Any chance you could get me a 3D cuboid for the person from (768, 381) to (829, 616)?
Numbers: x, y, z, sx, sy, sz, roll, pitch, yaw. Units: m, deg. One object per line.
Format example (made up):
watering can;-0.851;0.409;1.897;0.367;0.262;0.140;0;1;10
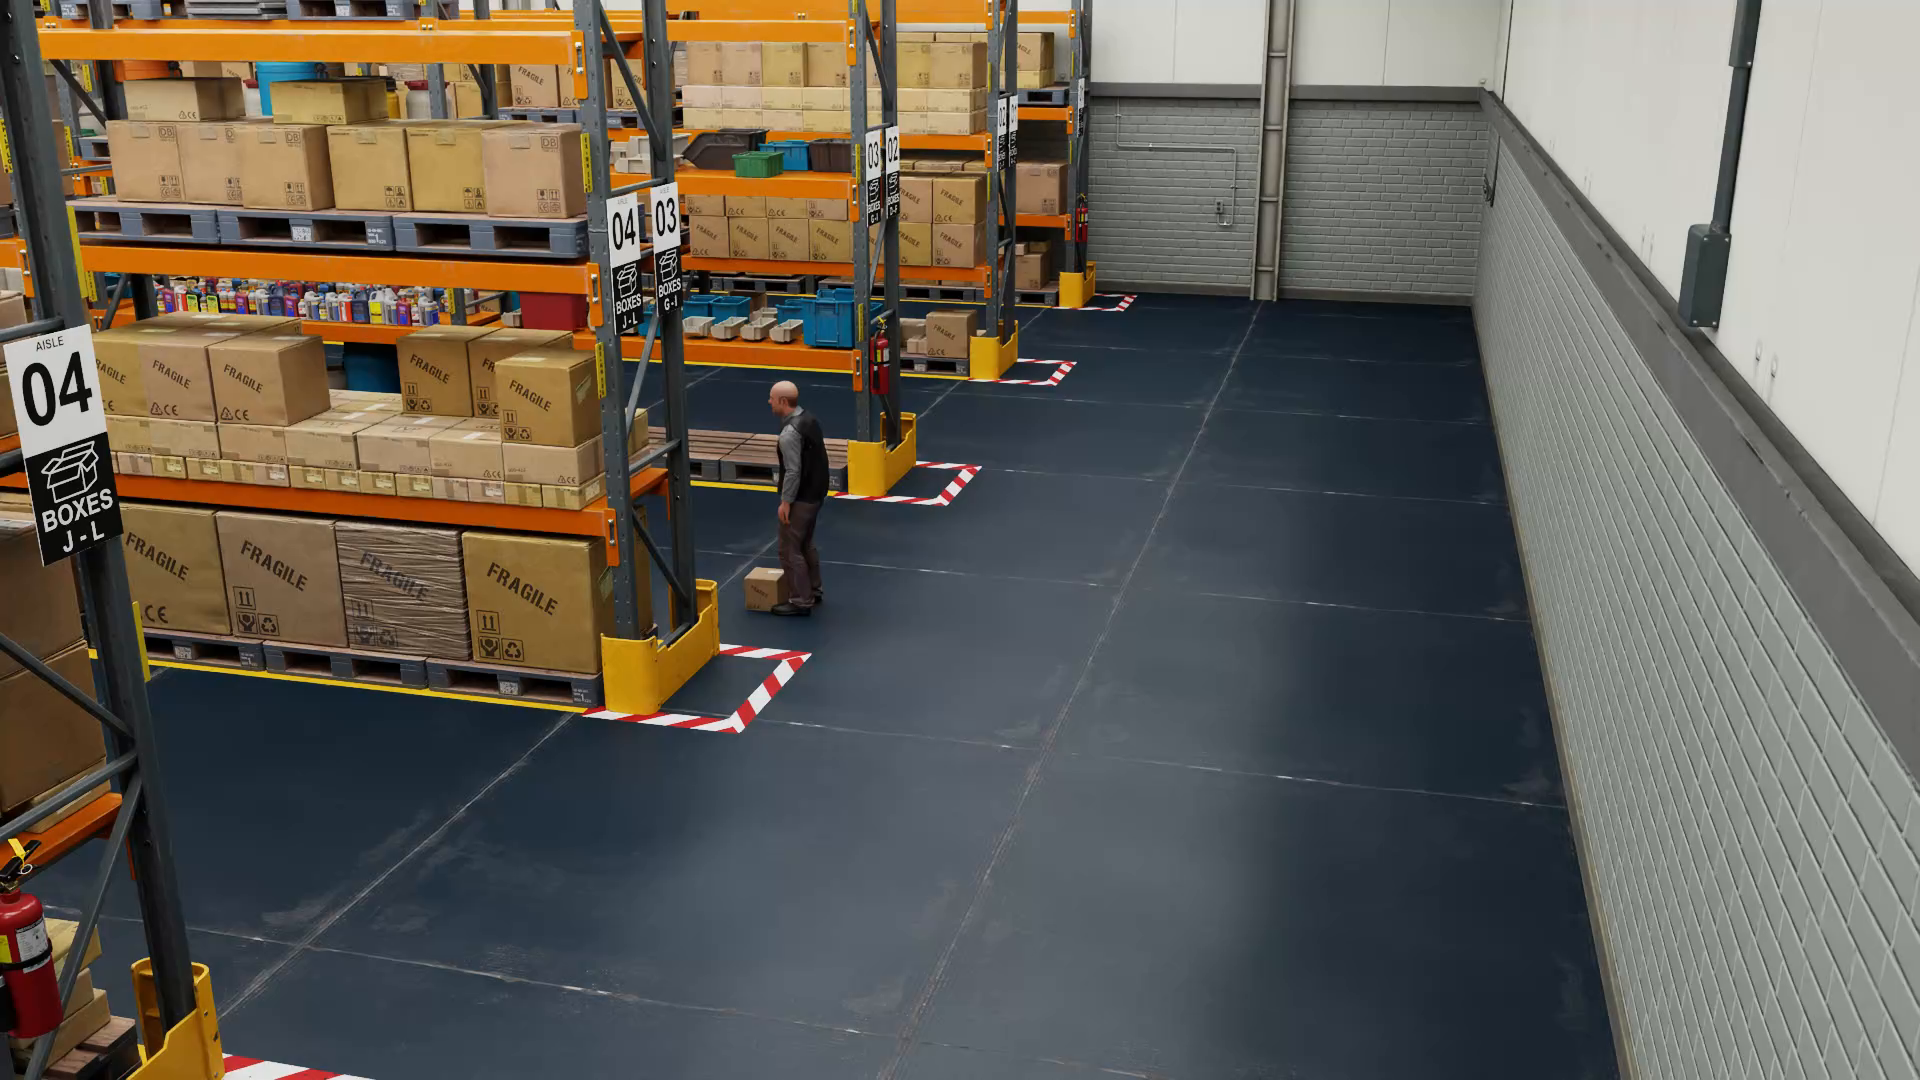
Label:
person;-1.160;-0.309;12.040;0.421;1.720;0.592;3;18;10
